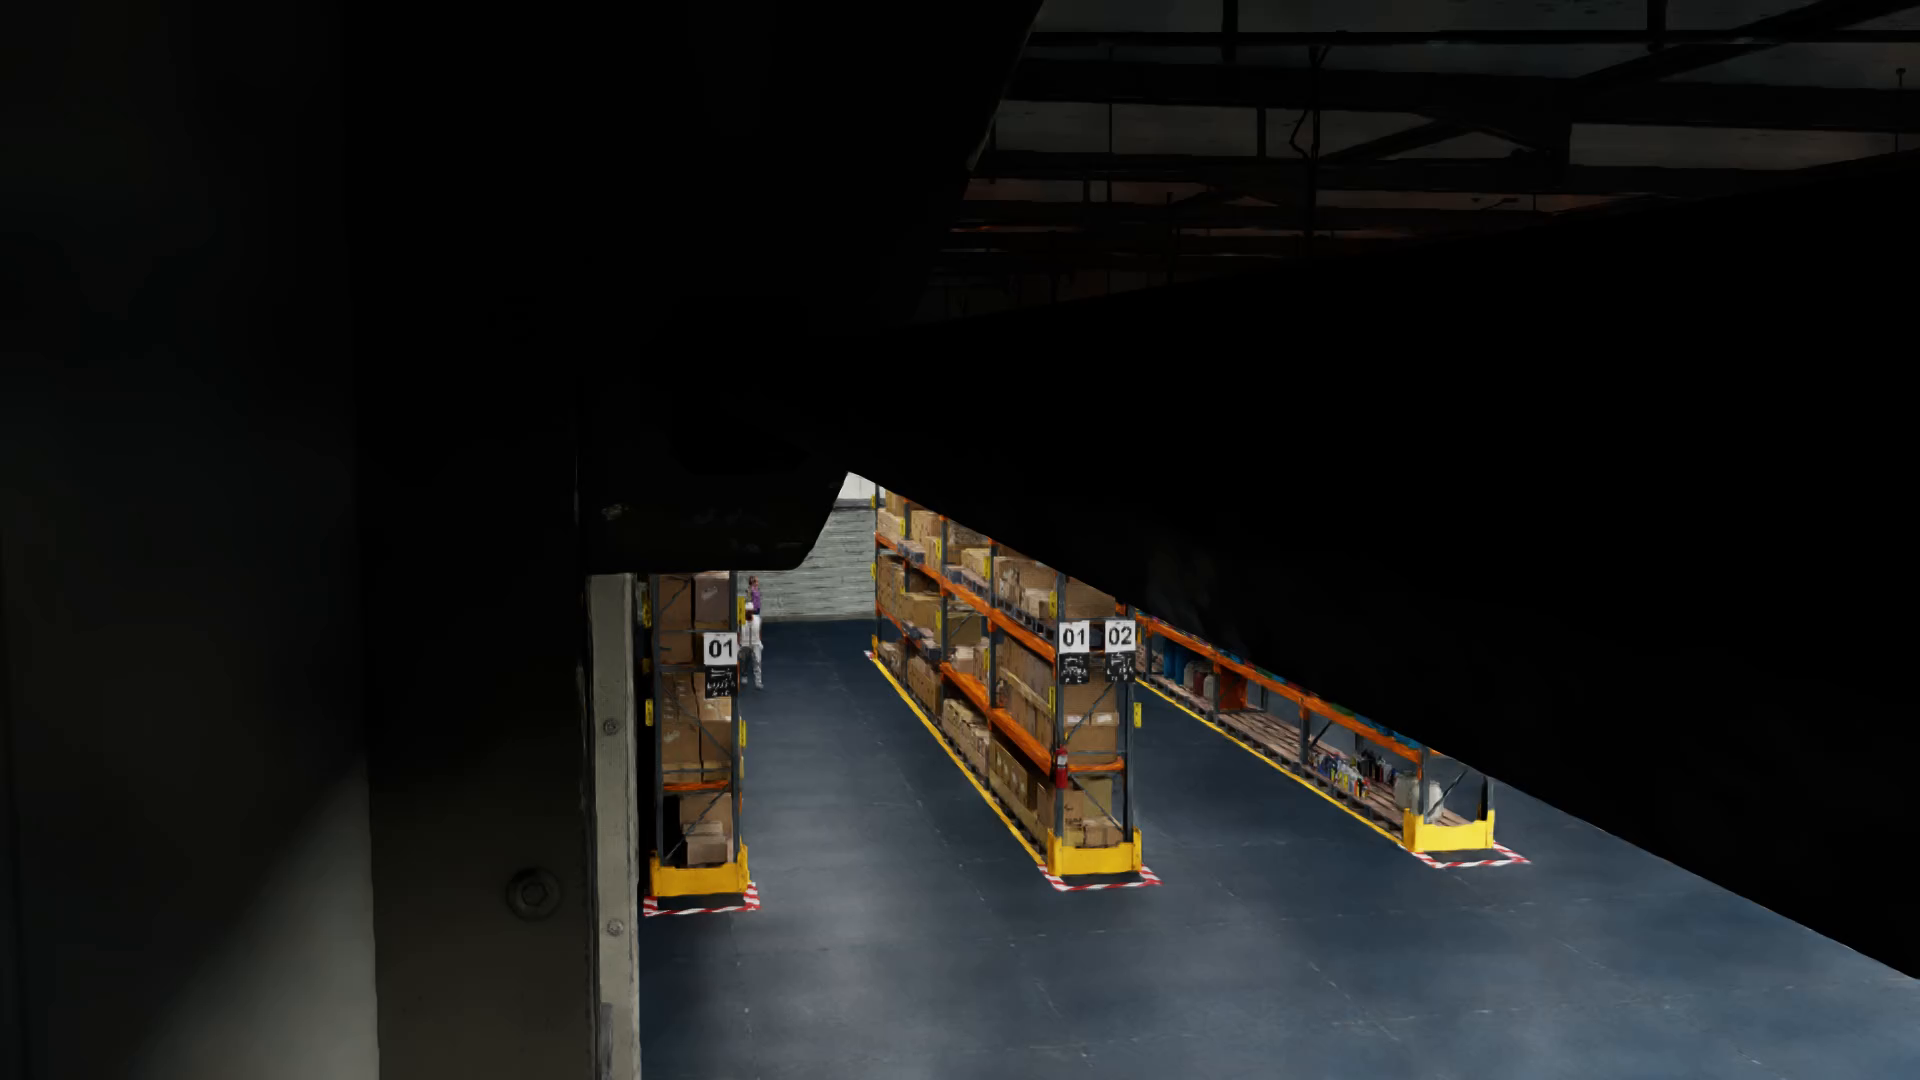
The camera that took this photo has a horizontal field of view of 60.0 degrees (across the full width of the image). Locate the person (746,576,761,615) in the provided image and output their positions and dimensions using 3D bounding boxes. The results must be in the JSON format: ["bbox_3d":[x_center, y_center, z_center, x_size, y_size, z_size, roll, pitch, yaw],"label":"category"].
[{"bbox_3d":[-4.863,1.619,38.275,0.436,1.592,0.583,3,7,26],"label":"person"}]

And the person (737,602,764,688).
[{"bbox_3d":[-4.194,2.067,33.097,0.571,1.701,1.112,-1,6,-12],"label":"person"}]
